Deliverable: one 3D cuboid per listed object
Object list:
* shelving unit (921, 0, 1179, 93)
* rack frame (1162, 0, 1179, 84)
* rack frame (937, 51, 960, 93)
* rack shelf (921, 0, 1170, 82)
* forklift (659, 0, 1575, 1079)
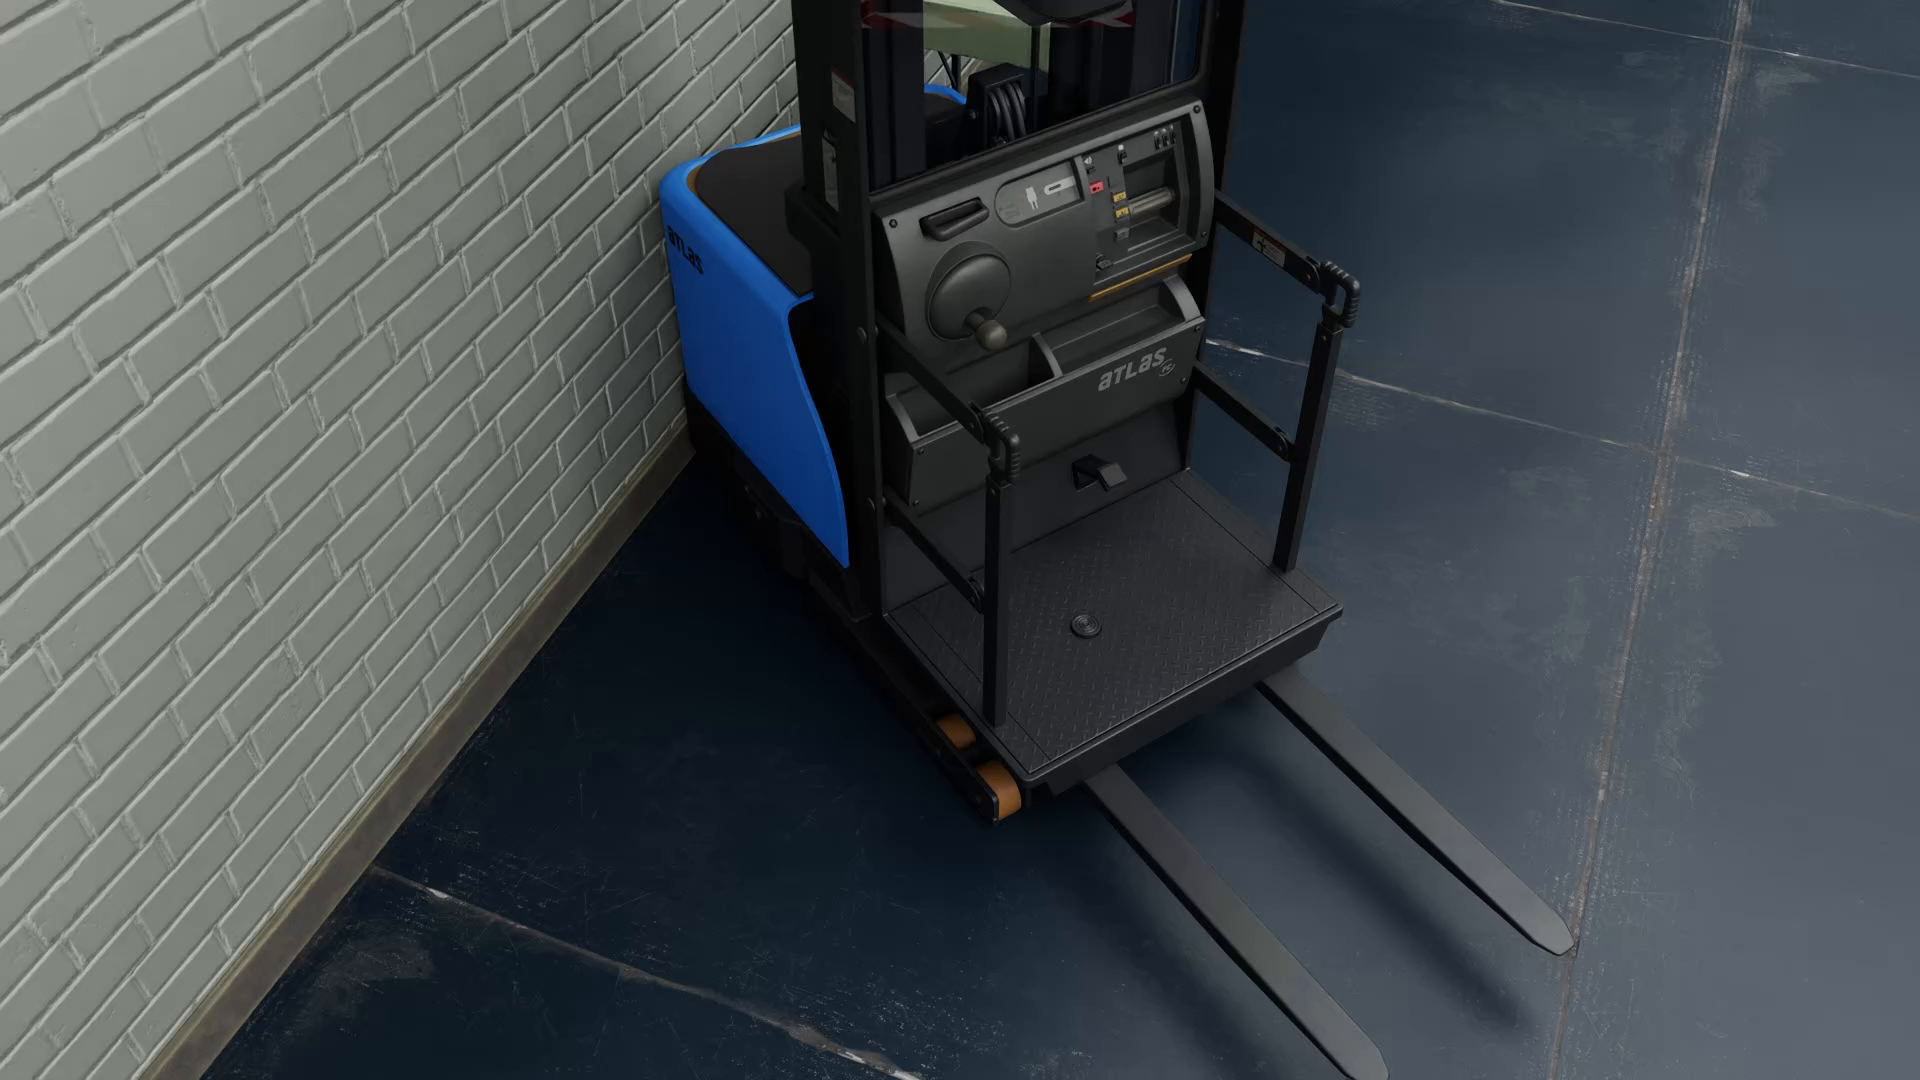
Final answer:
[{"bbox_3d":[0.261,-1.303,5.496,0.755,1.500,0.431,15,47,15],"label":"shelving unit"},{"bbox_3d":[0.603,-1.211,5.404,0.023,1.500,0.400,15,47,15],"label":"rack frame"},{"bbox_3d":[-0.081,-1.395,5.589,0.023,1.500,0.400,15,47,15],"label":"rack frame"},{"bbox_3d":[0.261,-1.580,5.221,0.720,0.370,0.431,15,47,15],"label":"rack shelf"},{"bbox_3d":[0.349,-0.672,3.848,1.130,2.935,3.031,-25,50,-23],"label":"forklift"}]
